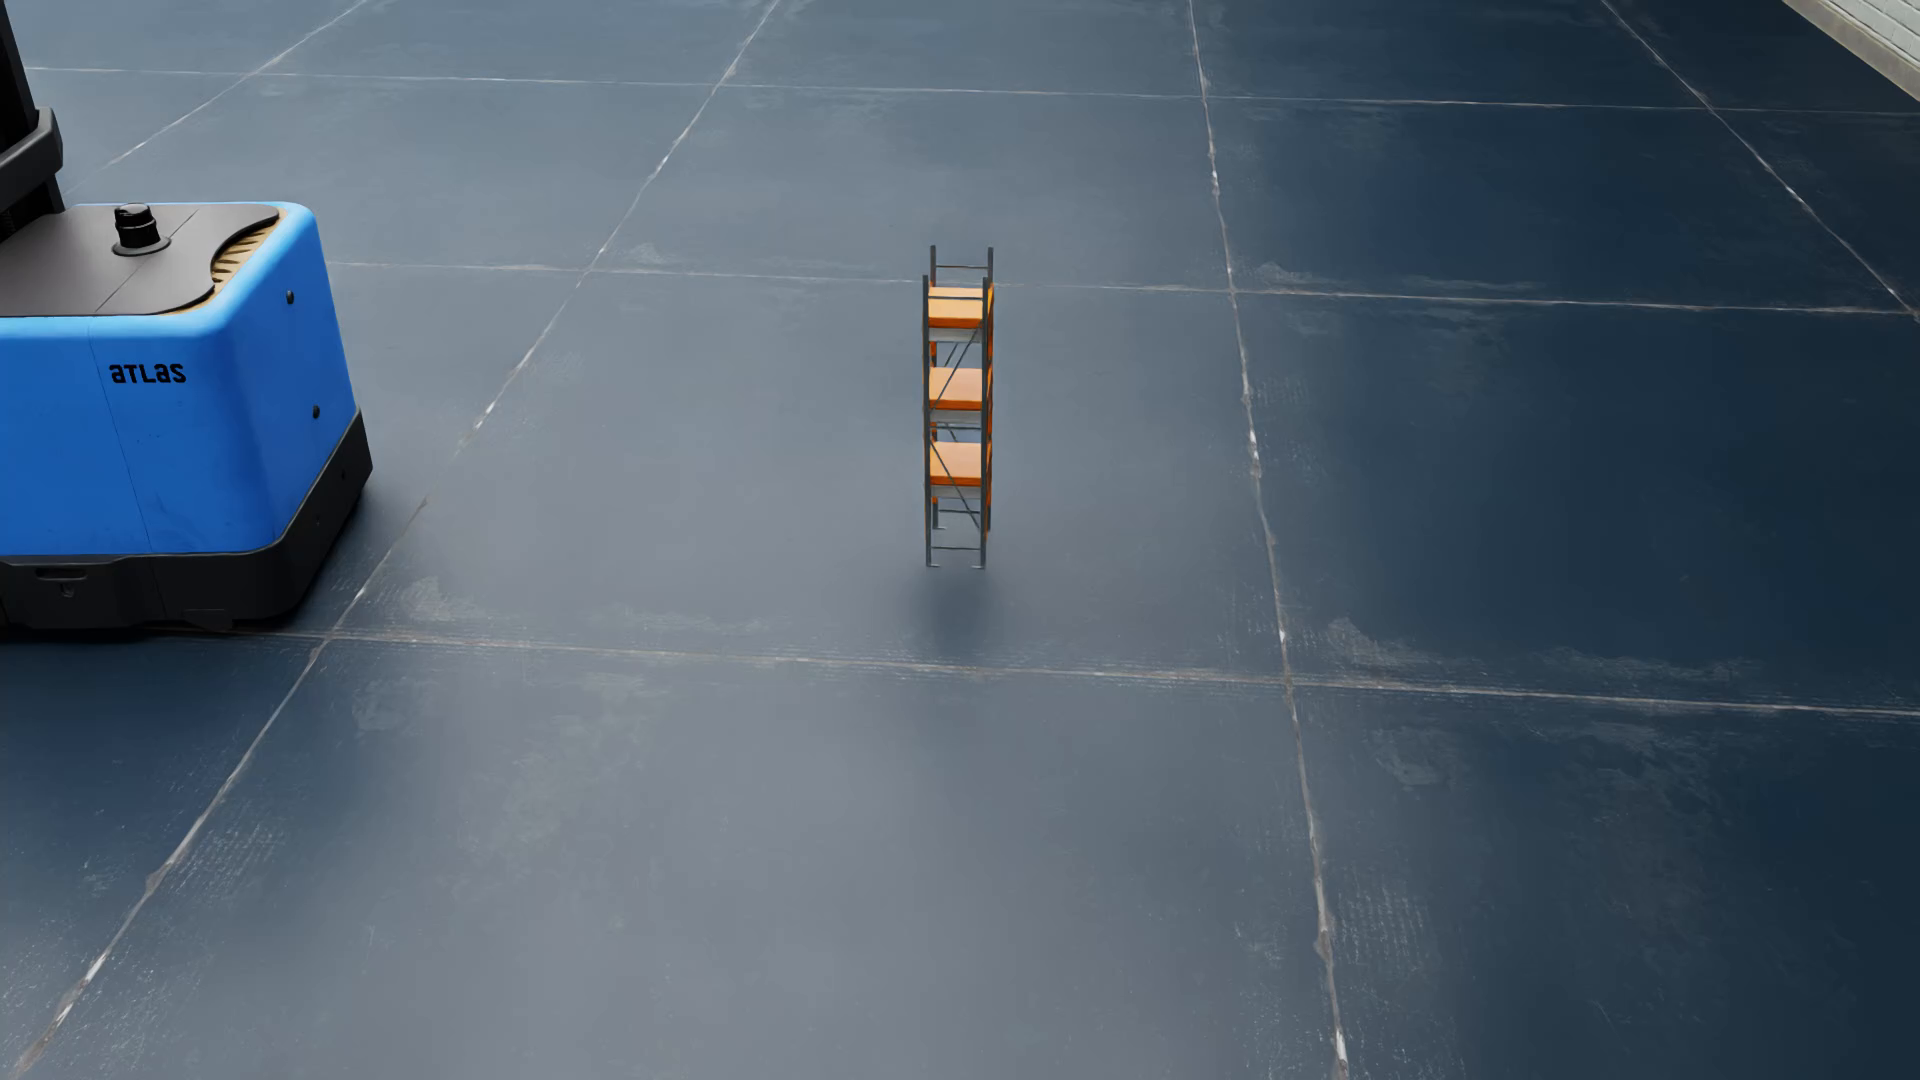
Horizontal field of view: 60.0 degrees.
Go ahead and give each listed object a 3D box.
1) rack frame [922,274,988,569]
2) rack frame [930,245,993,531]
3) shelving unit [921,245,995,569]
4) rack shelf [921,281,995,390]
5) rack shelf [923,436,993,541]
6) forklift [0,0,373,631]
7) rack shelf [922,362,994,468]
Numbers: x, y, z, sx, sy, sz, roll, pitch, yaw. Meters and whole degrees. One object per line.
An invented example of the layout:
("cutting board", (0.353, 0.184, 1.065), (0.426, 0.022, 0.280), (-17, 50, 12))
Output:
("rack frame", (-0.014, -0.355, 5.326), (0.200, 1.050, 0.008), (2, 32, 4))
("rack frame", (0.006, -0.483, 5.533), (0.200, 1.050, 0.008), (2, 32, 4))
("shelving unit", (-0.004, -0.419, 5.429), (0.215, 1.050, 0.252), (2, 32, 4))
("rack shelf", (-0.004, -0.652, 5.286), (0.215, 0.259, 0.240), (2, 32, 4))
("rack shelf", (-0.004, -0.173, 5.581), (0.215, 0.259, 0.240), (2, 32, 4))
("forklift", (-3.629, -1.192, 4.891), (3.031, 2.935, 1.130), (-1, 32, -1))
("rack shelf", (-0.004, -0.410, 5.435), (0.215, 0.259, 0.240), (2, 32, 4))
